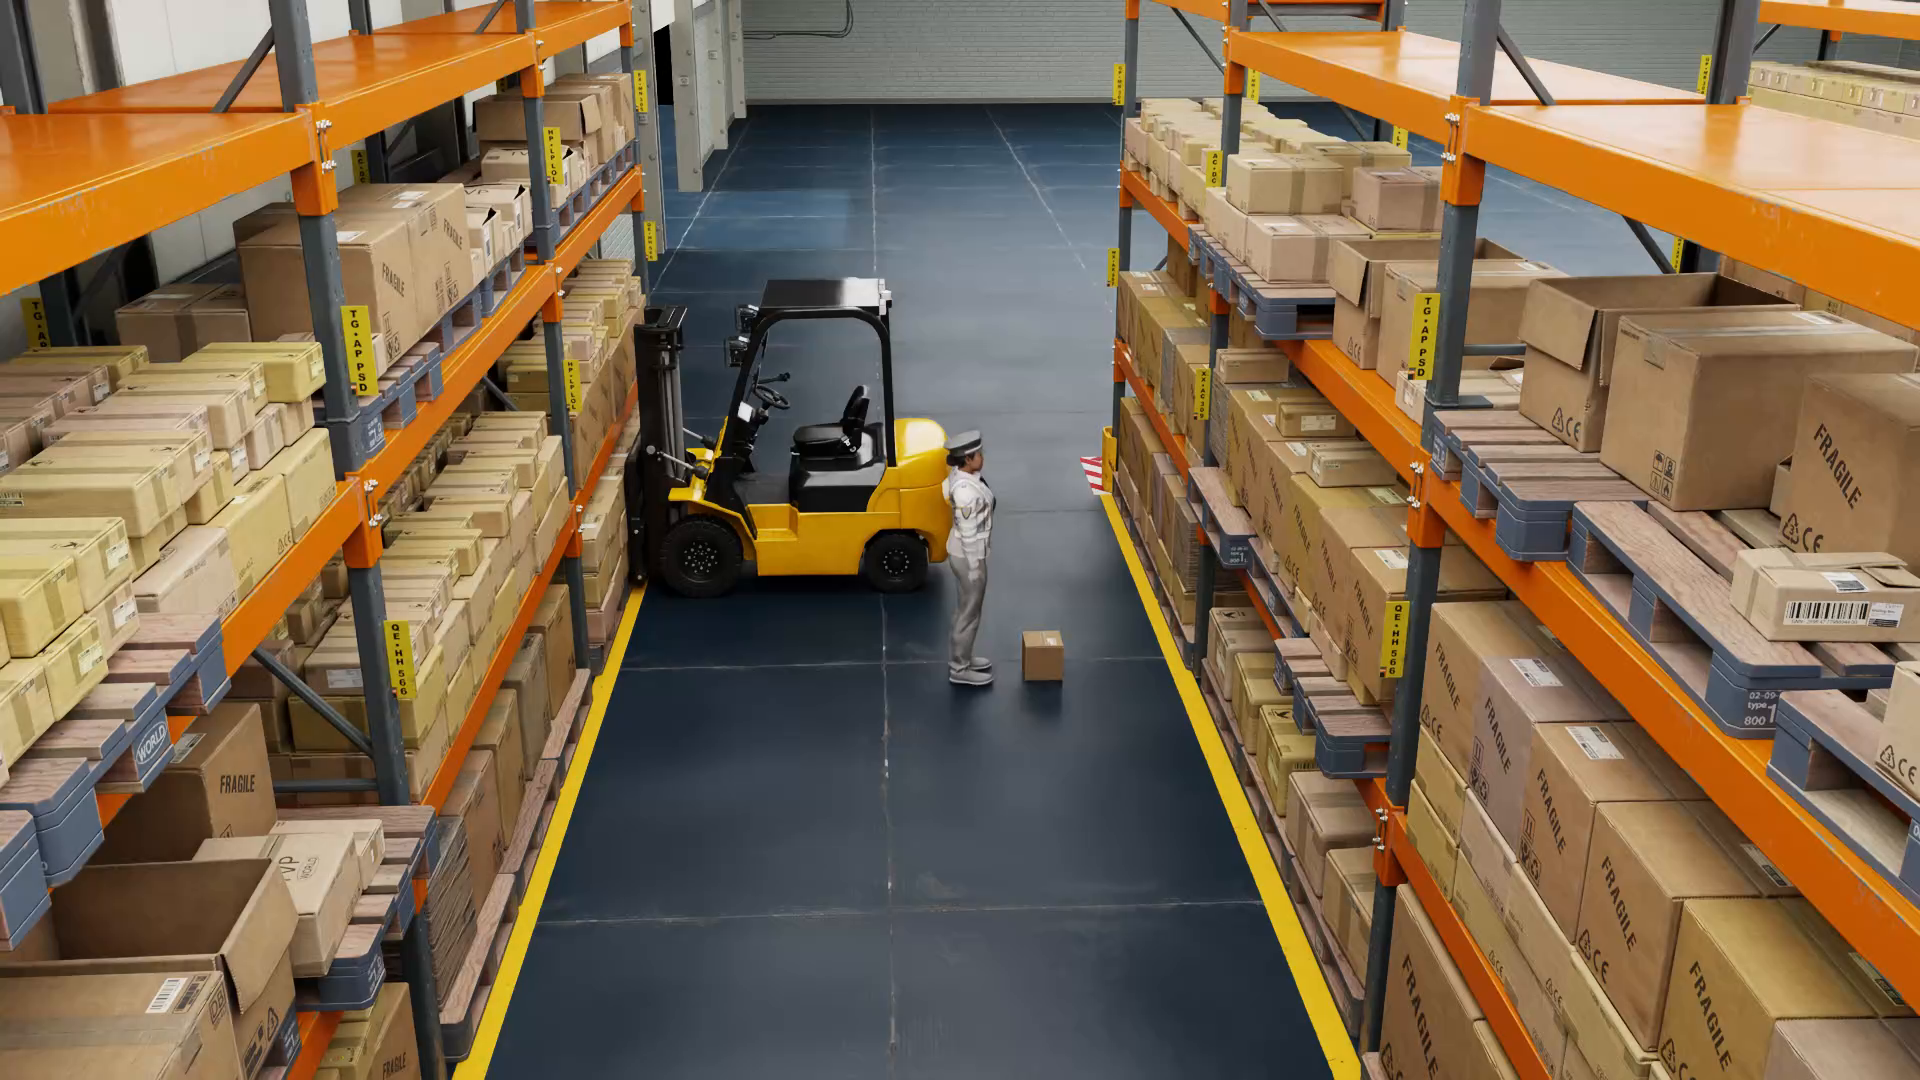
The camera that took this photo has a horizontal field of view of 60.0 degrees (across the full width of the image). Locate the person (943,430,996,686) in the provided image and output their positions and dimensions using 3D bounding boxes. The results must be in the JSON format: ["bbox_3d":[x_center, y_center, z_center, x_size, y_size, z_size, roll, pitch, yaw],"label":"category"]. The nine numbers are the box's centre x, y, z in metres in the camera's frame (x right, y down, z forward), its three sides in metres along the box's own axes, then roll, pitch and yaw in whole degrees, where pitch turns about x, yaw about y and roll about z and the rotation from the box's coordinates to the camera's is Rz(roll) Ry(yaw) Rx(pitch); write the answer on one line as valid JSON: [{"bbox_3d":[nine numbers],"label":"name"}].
[{"bbox_3d":[0.067,0.104,10.774,0.346,1.686,0.465,-1,21,-2],"label":"person"}]
